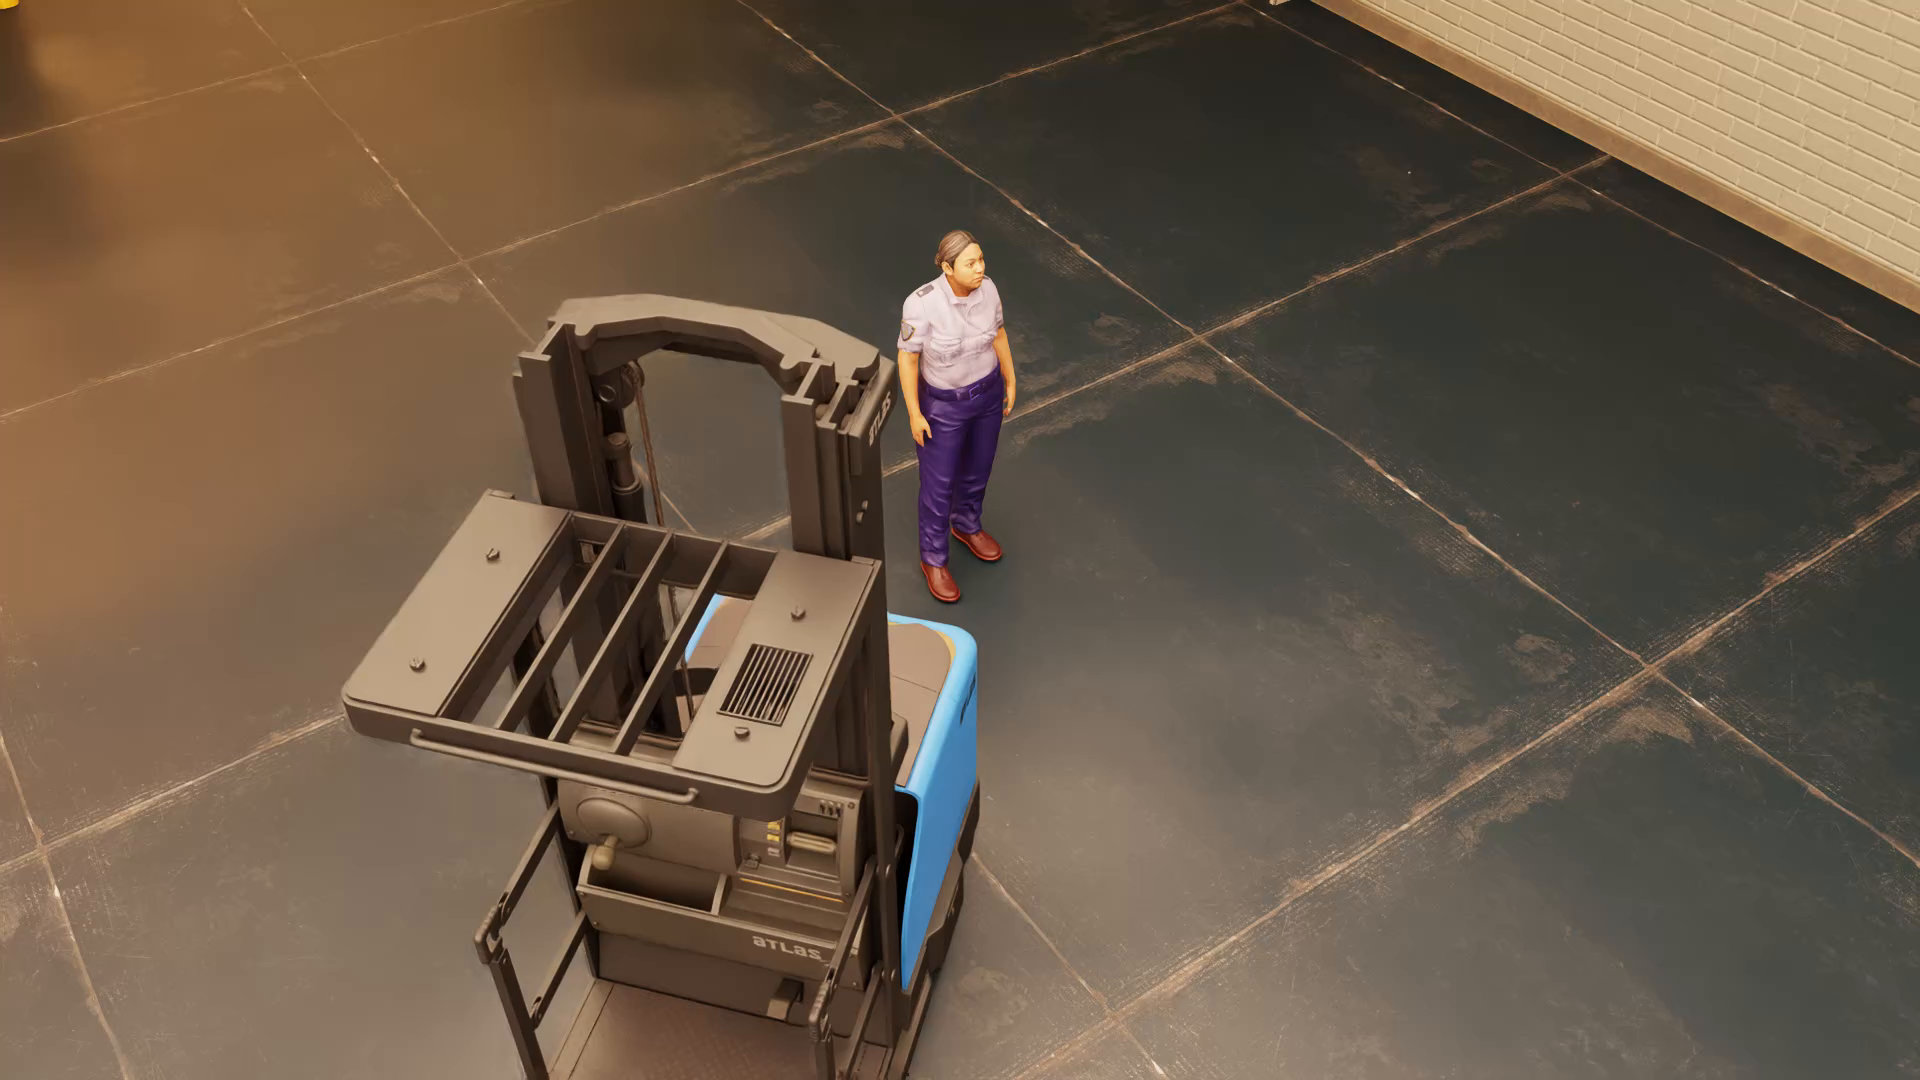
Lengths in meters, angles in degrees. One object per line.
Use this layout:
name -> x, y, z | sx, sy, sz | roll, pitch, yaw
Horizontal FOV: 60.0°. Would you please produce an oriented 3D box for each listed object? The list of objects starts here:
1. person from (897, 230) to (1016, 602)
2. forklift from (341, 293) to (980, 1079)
person -> 0.033, -0.552, 7.251 | 0.598, 1.651, 0.502 | -25, 48, -25
forklift -> -0.795, 0.913, 4.724 | 1.130, 2.935, 3.031 | 10, 44, 11
